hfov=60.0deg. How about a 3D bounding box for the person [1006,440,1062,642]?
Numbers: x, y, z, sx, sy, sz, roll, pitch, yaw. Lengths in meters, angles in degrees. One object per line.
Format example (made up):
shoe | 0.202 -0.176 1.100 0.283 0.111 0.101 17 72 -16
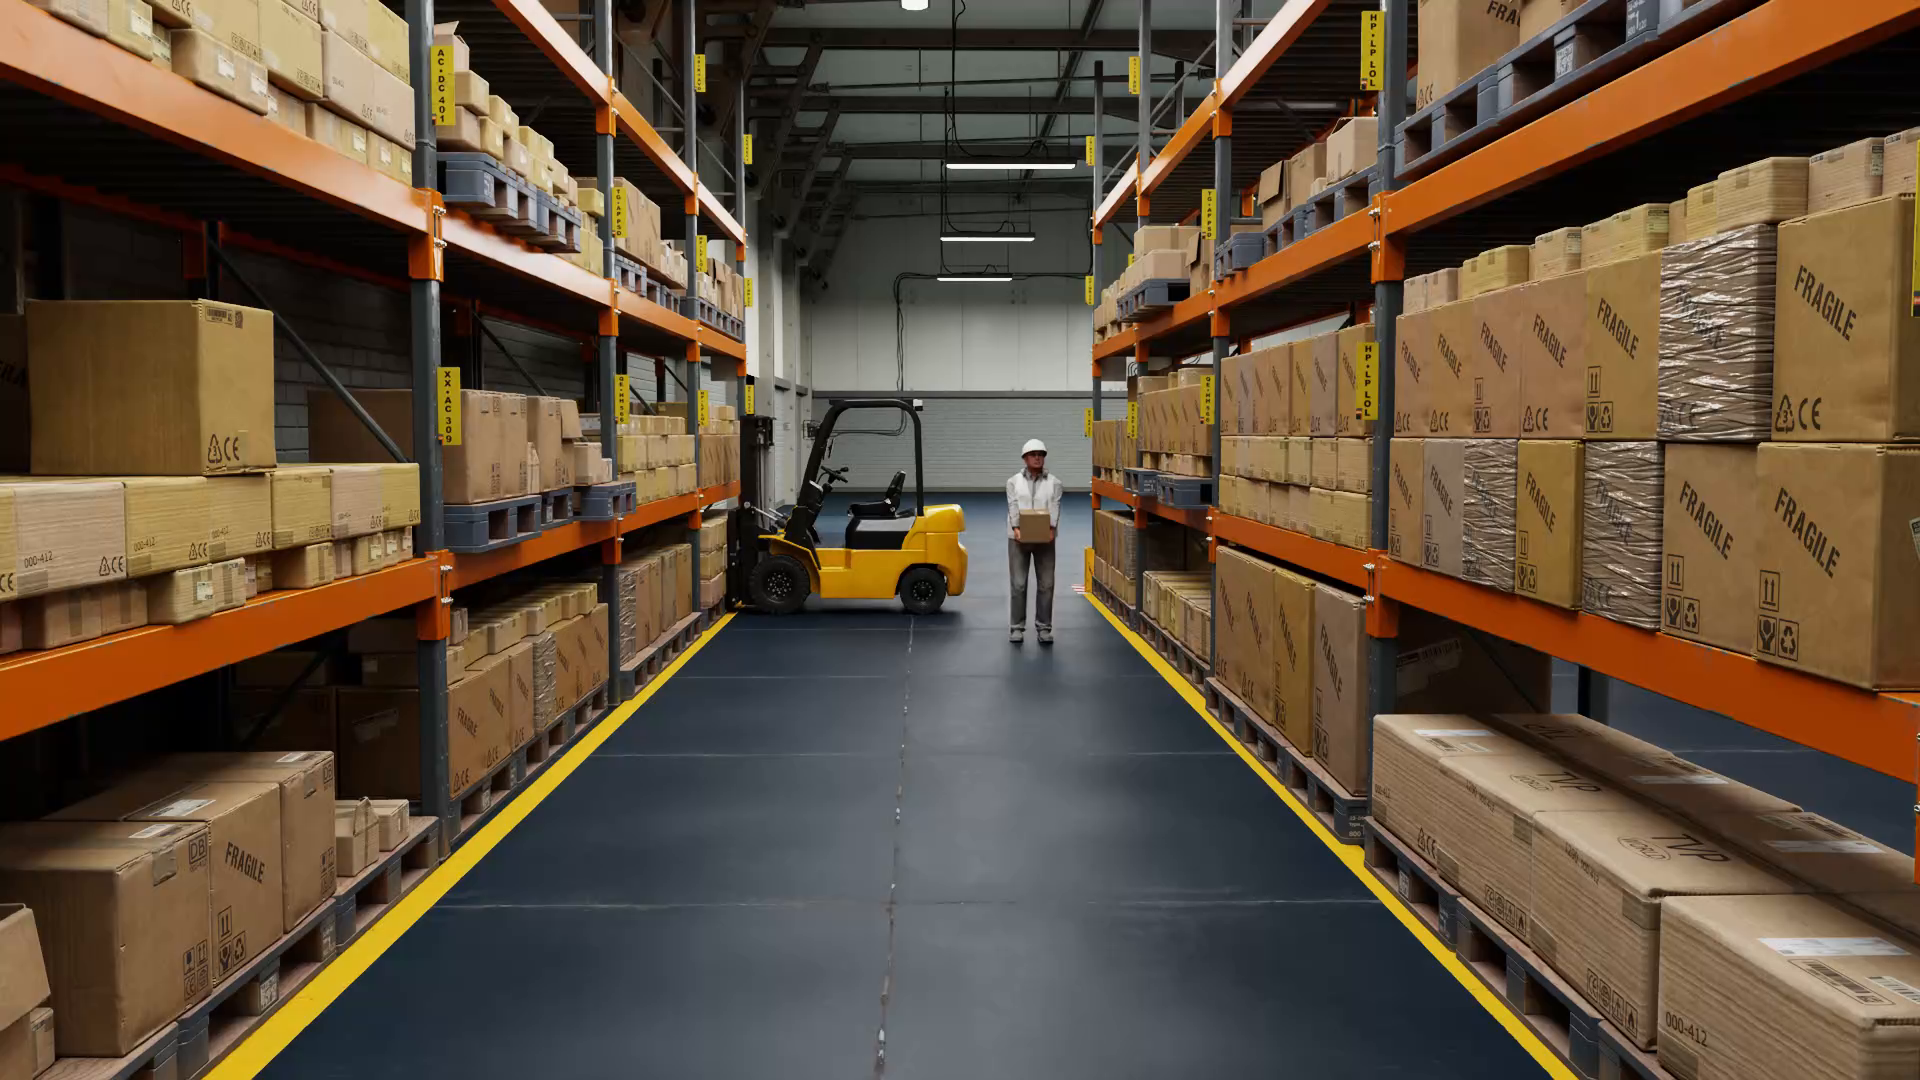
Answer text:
person | 0.653 0.007 14.485 0.494 1.762 0.554 0 4 -1
